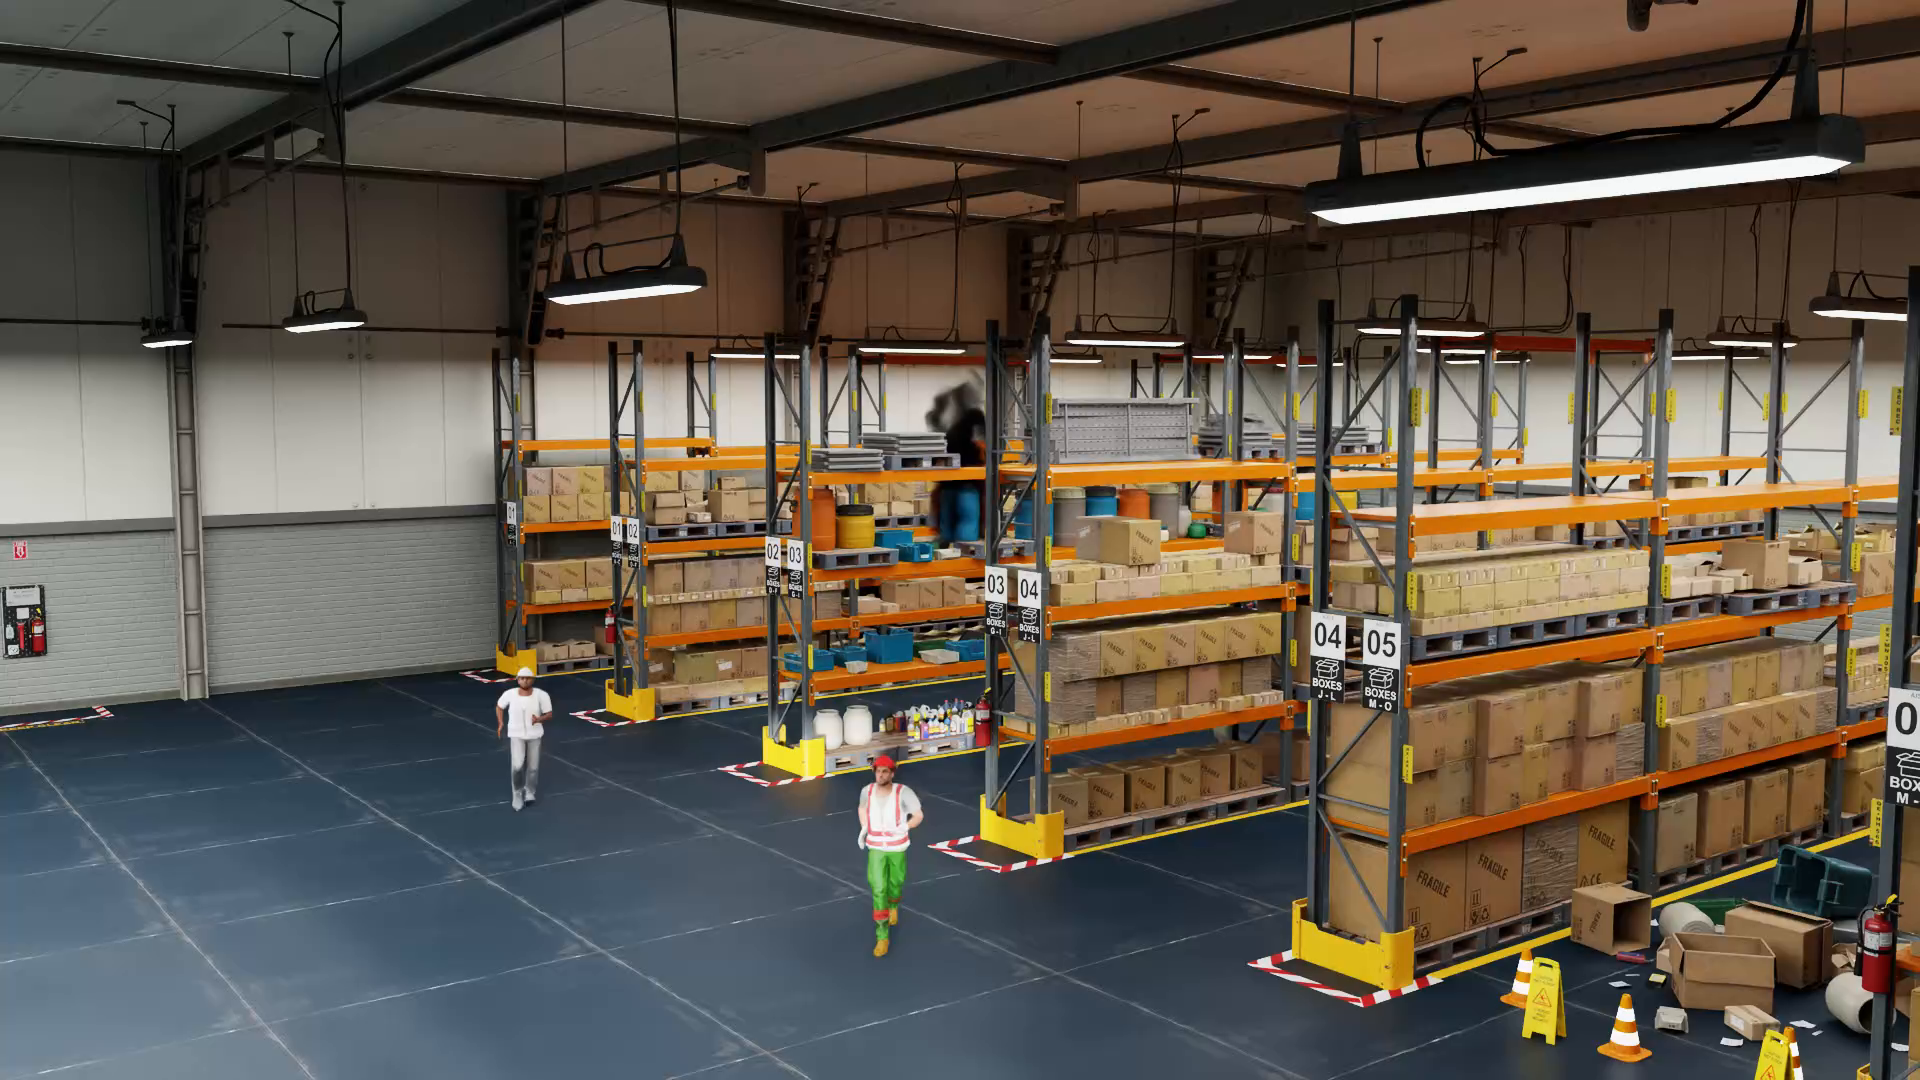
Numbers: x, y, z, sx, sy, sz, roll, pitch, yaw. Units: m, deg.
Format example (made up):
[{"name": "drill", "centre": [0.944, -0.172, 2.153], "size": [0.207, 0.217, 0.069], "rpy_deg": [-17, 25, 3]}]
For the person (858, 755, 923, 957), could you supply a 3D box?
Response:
[{"name": "person", "centre": [-0.672, 2.902, 15.621], "size": [0.619, 1.795, 0.922], "rpy_deg": [1, 5, 6]}]

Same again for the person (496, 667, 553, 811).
[{"name": "person", "centre": [-5.412, 2.470, 20.699], "size": [0.670, 1.782, 0.715], "rpy_deg": [-2, 5, -17]}]

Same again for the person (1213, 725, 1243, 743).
[{"name": "person", "centre": [3.656, 2.262, 23.110], "size": [0.586, 1.737, 0.638], "rpy_deg": [-3, 6, -34]}]

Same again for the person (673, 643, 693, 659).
[{"name": "person", "centre": [-4.824, 1.704, 29.379], "size": [0.604, 1.744, 0.685], "rpy_deg": [-5, 7, -44]}]
